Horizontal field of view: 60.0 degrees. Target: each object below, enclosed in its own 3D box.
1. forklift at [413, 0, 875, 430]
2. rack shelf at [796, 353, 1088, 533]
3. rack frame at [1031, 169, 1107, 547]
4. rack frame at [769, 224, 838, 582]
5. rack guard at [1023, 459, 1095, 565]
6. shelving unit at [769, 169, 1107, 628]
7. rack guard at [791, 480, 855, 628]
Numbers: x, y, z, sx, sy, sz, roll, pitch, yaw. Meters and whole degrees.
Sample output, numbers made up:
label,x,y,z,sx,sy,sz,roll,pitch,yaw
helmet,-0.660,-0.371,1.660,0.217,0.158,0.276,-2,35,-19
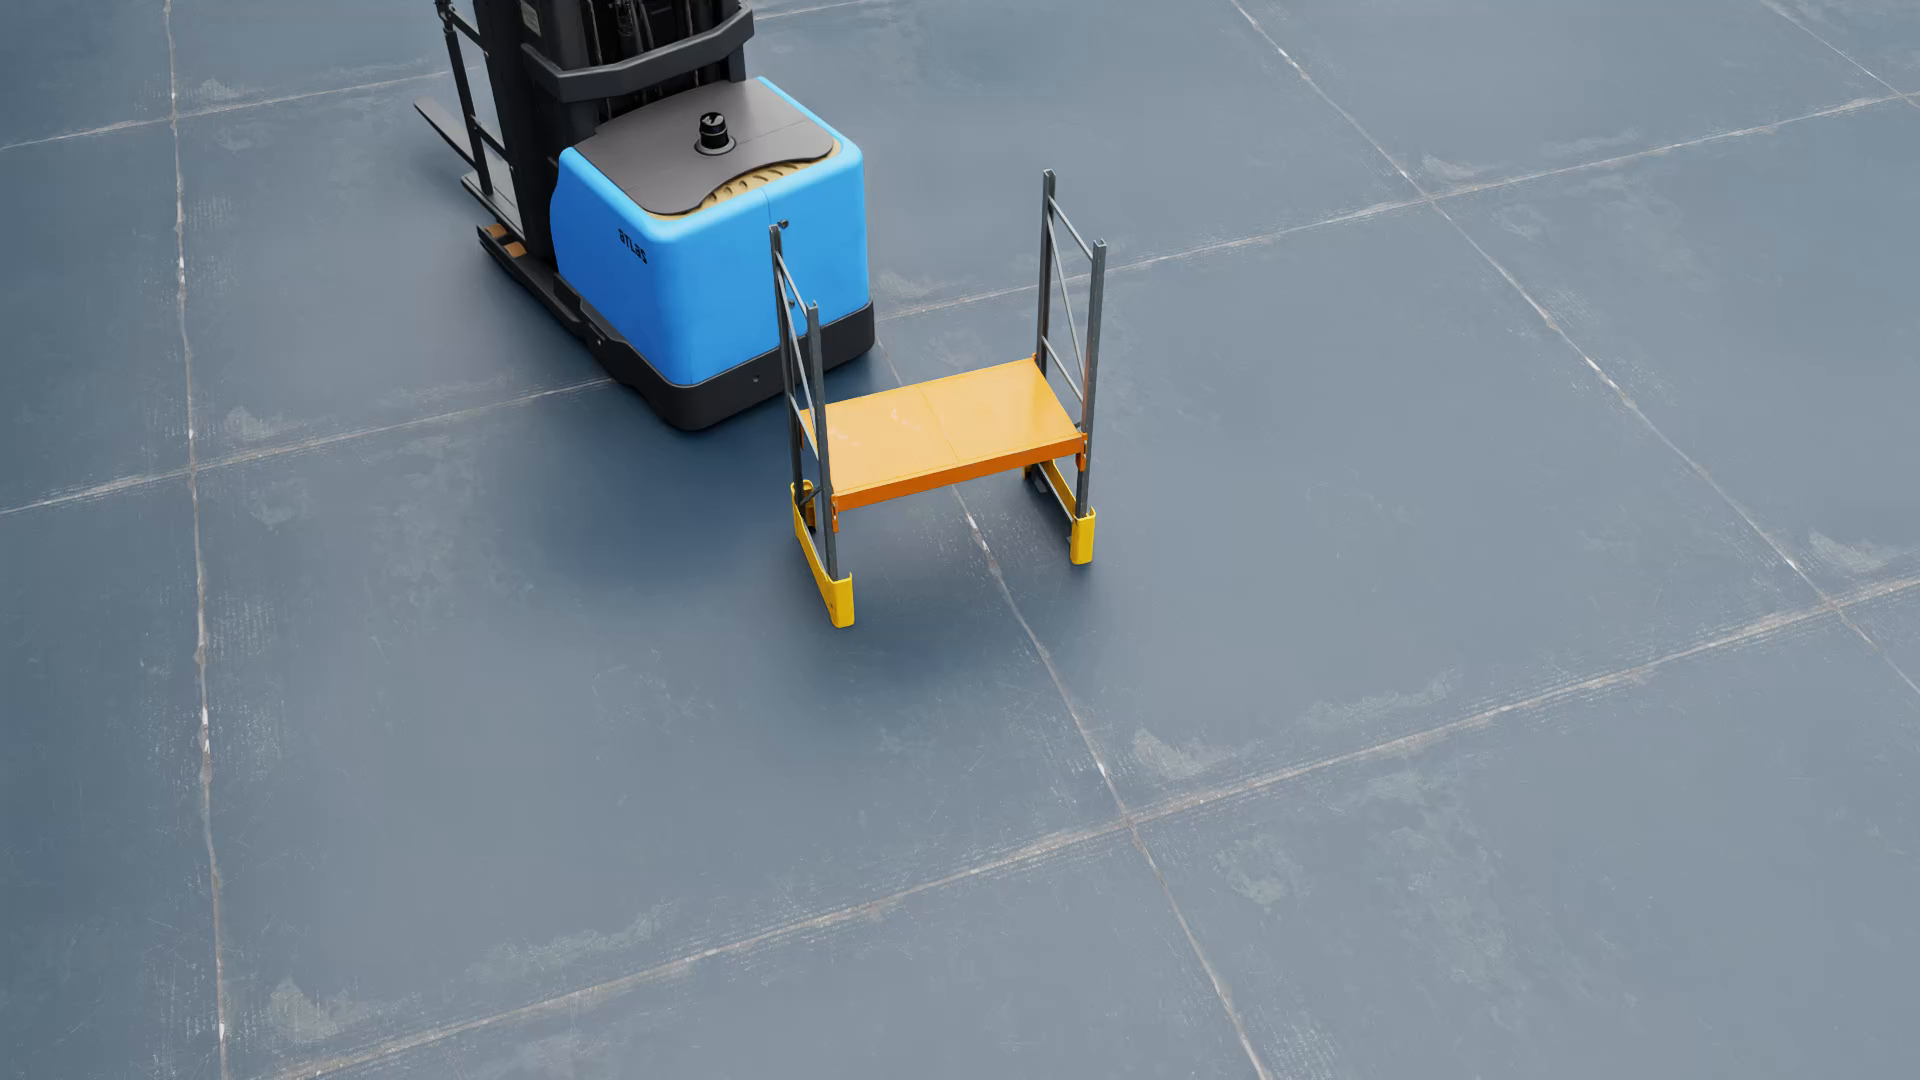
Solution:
label,x,y,z,sx,sy,sz,roll,pitch,yaw
forklift,-1.686,-2.496,7.168,1.130,2.935,3.031,-29,52,-26
rack shelf,-0.080,-0.382,6.326,1.000,0.185,0.538,-14,47,-14
rack frame,0.398,-0.631,6.320,0.032,1.500,0.500,-14,47,-14
rack frame,-0.558,-0.387,6.076,0.032,1.500,0.500,-14,47,-14
rack guard,0.397,-0.190,6.763,0.087,0.250,0.587,-14,47,-14
shelving unit,-0.072,-0.511,6.201,1.083,1.500,0.587,-14,47,-14
rack guard,-0.540,0.050,6.524,0.087,0.250,0.587,-14,47,-14
